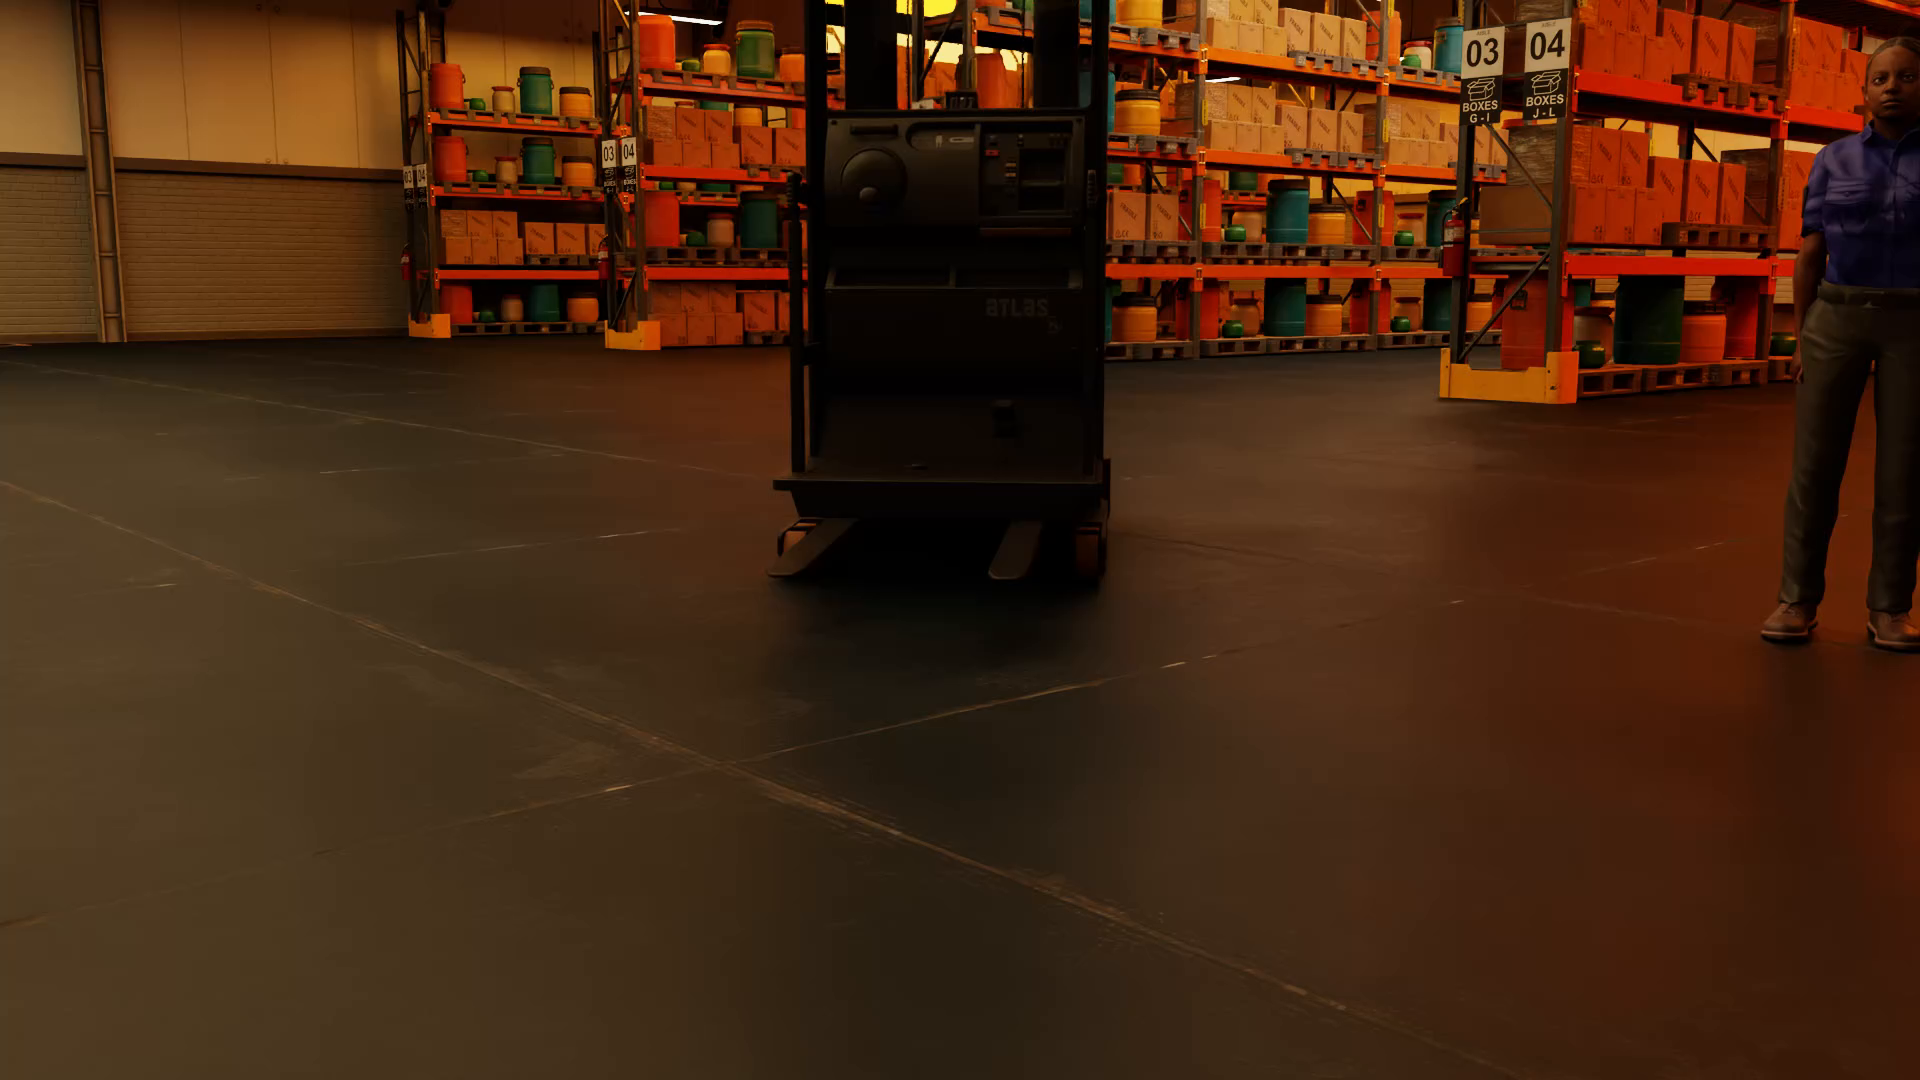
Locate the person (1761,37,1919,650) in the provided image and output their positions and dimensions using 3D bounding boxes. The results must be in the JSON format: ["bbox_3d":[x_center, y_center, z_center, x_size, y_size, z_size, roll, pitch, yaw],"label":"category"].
[{"bbox_3d":[2.526,-0.538,4.604,0.446,1.662,0.327,4,10,26],"label":"person"}]

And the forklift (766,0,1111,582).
[{"bbox_3d":[-0.036,-1.360,5.742,1.130,2.935,3.031,1,9,5],"label":"forklift"}]
